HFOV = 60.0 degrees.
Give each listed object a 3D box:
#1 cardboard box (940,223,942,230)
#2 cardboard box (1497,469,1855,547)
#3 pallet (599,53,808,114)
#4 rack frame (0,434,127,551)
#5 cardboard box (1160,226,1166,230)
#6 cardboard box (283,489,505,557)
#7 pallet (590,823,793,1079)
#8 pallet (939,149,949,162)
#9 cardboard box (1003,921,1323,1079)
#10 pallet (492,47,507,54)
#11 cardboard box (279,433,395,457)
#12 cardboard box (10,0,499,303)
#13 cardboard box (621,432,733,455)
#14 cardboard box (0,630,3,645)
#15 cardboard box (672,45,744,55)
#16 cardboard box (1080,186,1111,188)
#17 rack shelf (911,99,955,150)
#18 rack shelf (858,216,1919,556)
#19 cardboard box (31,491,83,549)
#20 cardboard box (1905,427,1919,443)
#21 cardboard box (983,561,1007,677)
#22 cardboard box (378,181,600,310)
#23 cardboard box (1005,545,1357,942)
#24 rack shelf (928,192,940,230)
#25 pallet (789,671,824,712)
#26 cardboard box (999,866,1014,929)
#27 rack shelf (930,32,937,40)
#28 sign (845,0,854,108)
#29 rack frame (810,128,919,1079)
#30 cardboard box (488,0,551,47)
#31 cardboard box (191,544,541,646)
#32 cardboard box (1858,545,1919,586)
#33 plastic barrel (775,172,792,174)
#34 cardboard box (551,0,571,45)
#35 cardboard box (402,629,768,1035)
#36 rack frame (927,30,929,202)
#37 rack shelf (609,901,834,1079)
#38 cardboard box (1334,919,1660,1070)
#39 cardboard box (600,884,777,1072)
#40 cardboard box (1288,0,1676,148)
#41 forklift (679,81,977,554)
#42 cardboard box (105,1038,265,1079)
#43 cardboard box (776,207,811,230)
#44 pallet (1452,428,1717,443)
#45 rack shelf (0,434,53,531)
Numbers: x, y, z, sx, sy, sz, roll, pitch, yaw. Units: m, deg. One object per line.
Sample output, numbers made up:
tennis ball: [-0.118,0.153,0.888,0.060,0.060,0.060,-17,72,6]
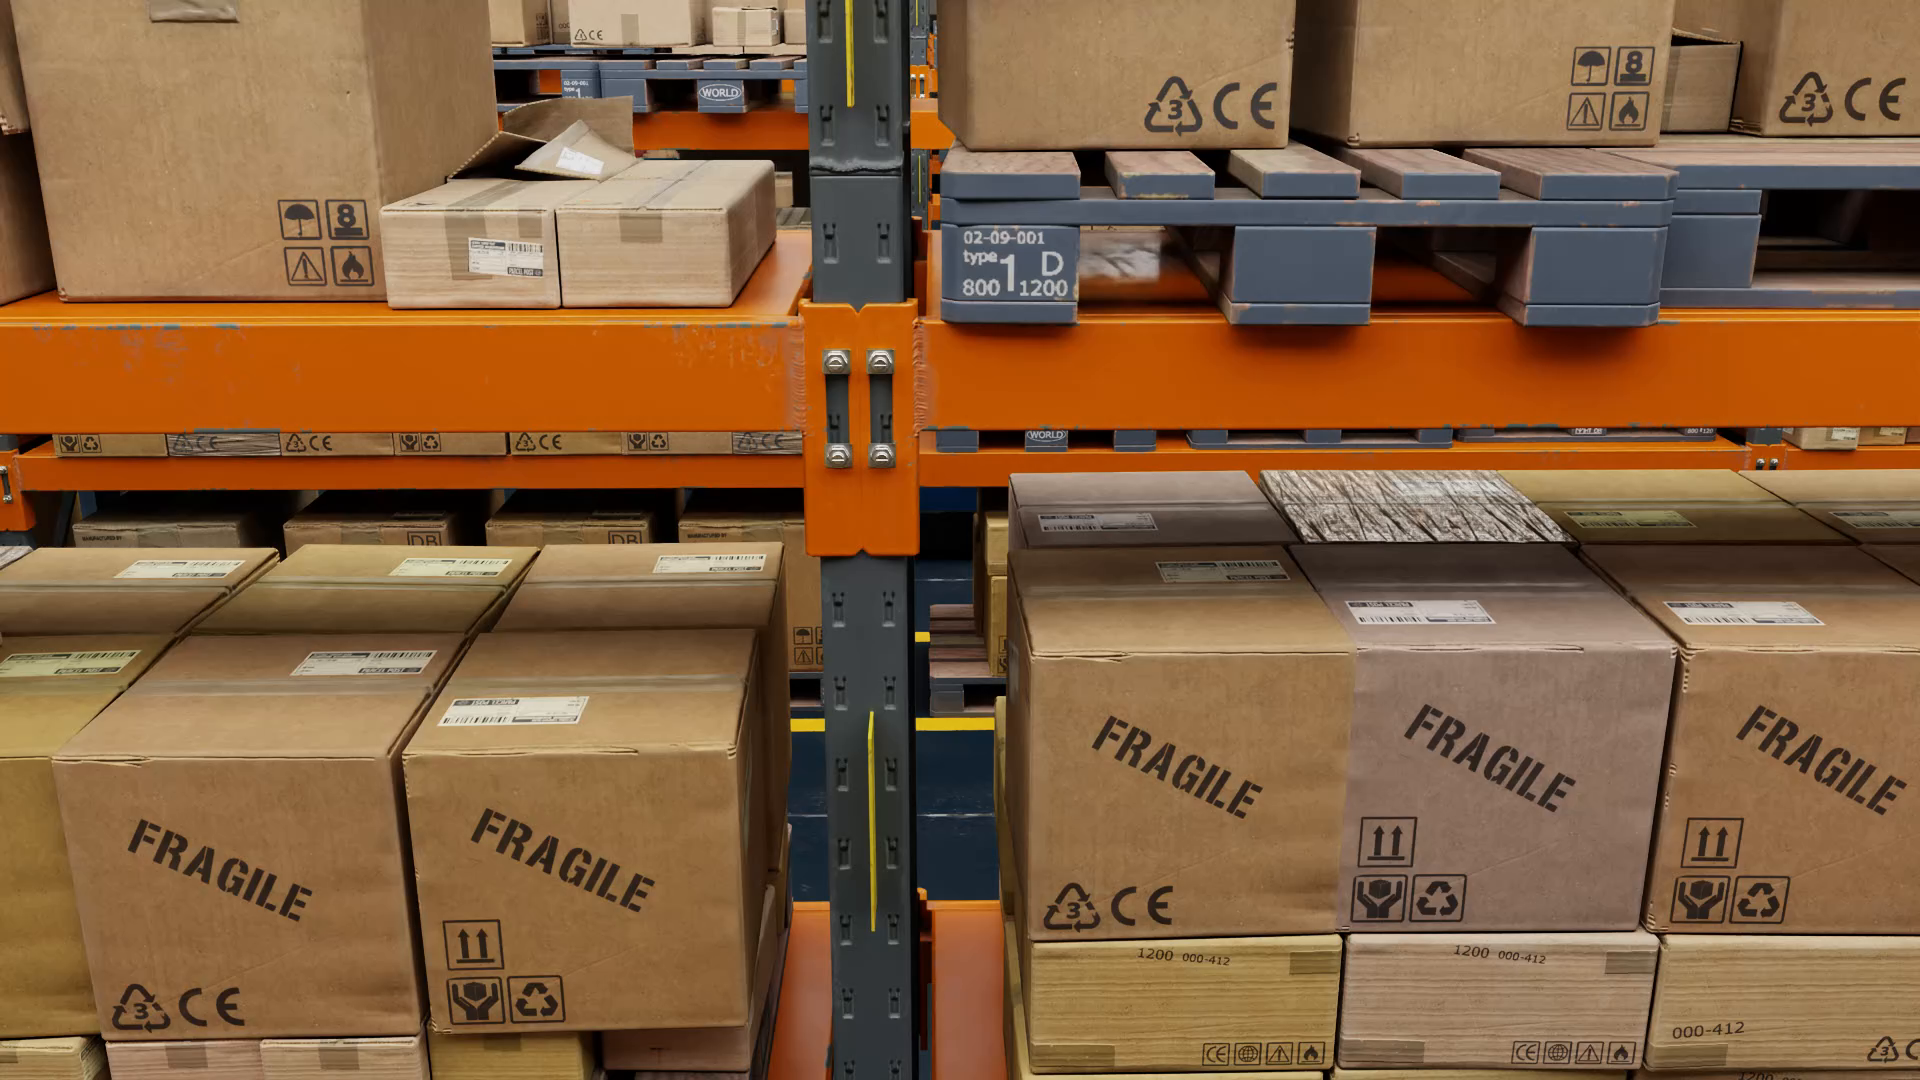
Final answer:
cardboard box: [-0.001,-4.210,22.131,0.500,0.500,0.500,0,18,1]
cardboard box: [1.371,0.165,3.321,0.500,0.500,0.500,0,18,-1]
pallet: [-0.973,-2.054,7.437,1.003,0.211,1.213,1,18,2]
rack frame: [-4.330,-0.715,7.866,0.127,3.000,1.000,0,18,-1]
cardboard box: [1.710,-2.225,12.410,0.500,0.500,0.500,0,18,-1]
cardboard box: [-2.746,0.122,8.252,0.750,0.750,1.050,0,18,-1]
pallet: [-0.862,0.904,3.132,1.003,0.211,1.213,0,18,-1]
pallet: [0.216,-5.209,22.188,1.003,0.211,1.213,0,18,-1]
cardboard box: [0.342,0.923,3.006,0.500,0.250,0.500,-1,18,-2]
pallet: [-3.688,-3.540,12.069,1.003,0.211,1.213,0,18,-1]
cardboard box: [-2.795,-0.687,7.616,0.500,0.500,0.500,0,18,-1]
cardboard box: [-1.099,-0.698,2.737,0.500,0.500,0.700,0,18,-1]
cardboard box: [-1.275,-0.696,7.643,0.500,0.500,0.500,0,18,-1]
cardboard box: [-1.783,0.173,2.698,0.250,0.149,0.380,-1,18,-3]
cardboard box: [-1.777,-3.521,11.949,0.500,0.250,0.500,0,18,1]
cardboard box: [1.075,-2.776,12.485,0.637,0.503,0.797,0,18,0]
rack shelf: [1.669,-1.830,7.608,4.000,0.370,1.077,0,18,-1]
rack shelf: [1.849,-0.319,2.897,4.000,0.370,1.077,0,18,-1]
cardboard box: [-4.960,0.078,8.184,0.875,0.875,0.875,0,18,0]
cardboard box: [4.480,-0.577,7.846,0.250,0.149,0.380,-1,18,-3]
cardboard box: [0.381,0.330,8.012,0.500,0.500,0.500,-1,18,-3]
cardboard box: [-0.711,-0.462,2.579,0.250,0.149,0.380,0,18,-1]
cardboard box: [0.346,0.325,2.822,0.500,0.500,0.500,-1,18,-3]
rack shelf: [1.614,-3.430,17.506,4.000,0.370,1.077,0,18,-1]
pallet: [-1.120,0.574,8.412,1.213,0.211,1.003,0,18,-1]
cardboard box: [0.350,0.767,3.493,0.500,0.250,0.500,-1,18,-3]
rack shelf: [1.458,-7.884,26.480,4.000,0.370,1.077,0,18,-1]
sign: [-0.145,-0.732,2.161,0.005,0.325,0.100,0,18,-1]
rack frame: [-0.151,0.777,3.215,0.127,3.000,1.000,0,18,-1]
cardboard box: [-2.064,-2.364,7.081,0.500,0.500,0.500,0,18,-1]
cardboard box: [-1.126,0.324,3.289,0.500,0.500,0.500,1,18,2]
cardboard box: [1.864,0.321,2.836,0.500,0.500,0.500,0,18,0]
plastic barrel: [-1.832,-3.744,17.124,0.421,0.512,0.421,0,18,0]
cardboard box: [-1.558,-2.400,7.603,0.500,0.250,0.500,0,18,1]
cardboard box: [-0.601,0.475,2.819,0.500,0.500,0.500,-1,18,-2]
rack frame: [-0.386,-3.763,17.366,0.127,3.000,1.000,0,18,-1]
rack shelf: [-2.151,1.129,3.295,4.000,0.370,1.077,0,18,-1]
cardboard box: [0.876,0.681,2.941,0.500,0.250,0.500,0,18,0]
cardboard box: [-0.475,0.770,2.960,0.250,0.149,0.380,0,18,1]
cardboard box: [0.836,-0.962,2.873,0.500,0.500,0.700,-1,18,-4]
forklift: [-1.117,-1.460,10.302,3.031,2.935,1.130,1,18,4]
cardboard box: [-1.245,0.807,2.845,0.250,0.149,0.380,-1,18,-3]
cardboard box: [-0.779,-1.259,7.761,0.500,0.500,0.700,0,18,-1]
pallet: [2.903,-0.703,8.143,1.213,0.211,1.003,0,18,-1]
rack shelf: [-6.330,-0.363,7.946,4.000,0.370,1.077,0,18,-1]
